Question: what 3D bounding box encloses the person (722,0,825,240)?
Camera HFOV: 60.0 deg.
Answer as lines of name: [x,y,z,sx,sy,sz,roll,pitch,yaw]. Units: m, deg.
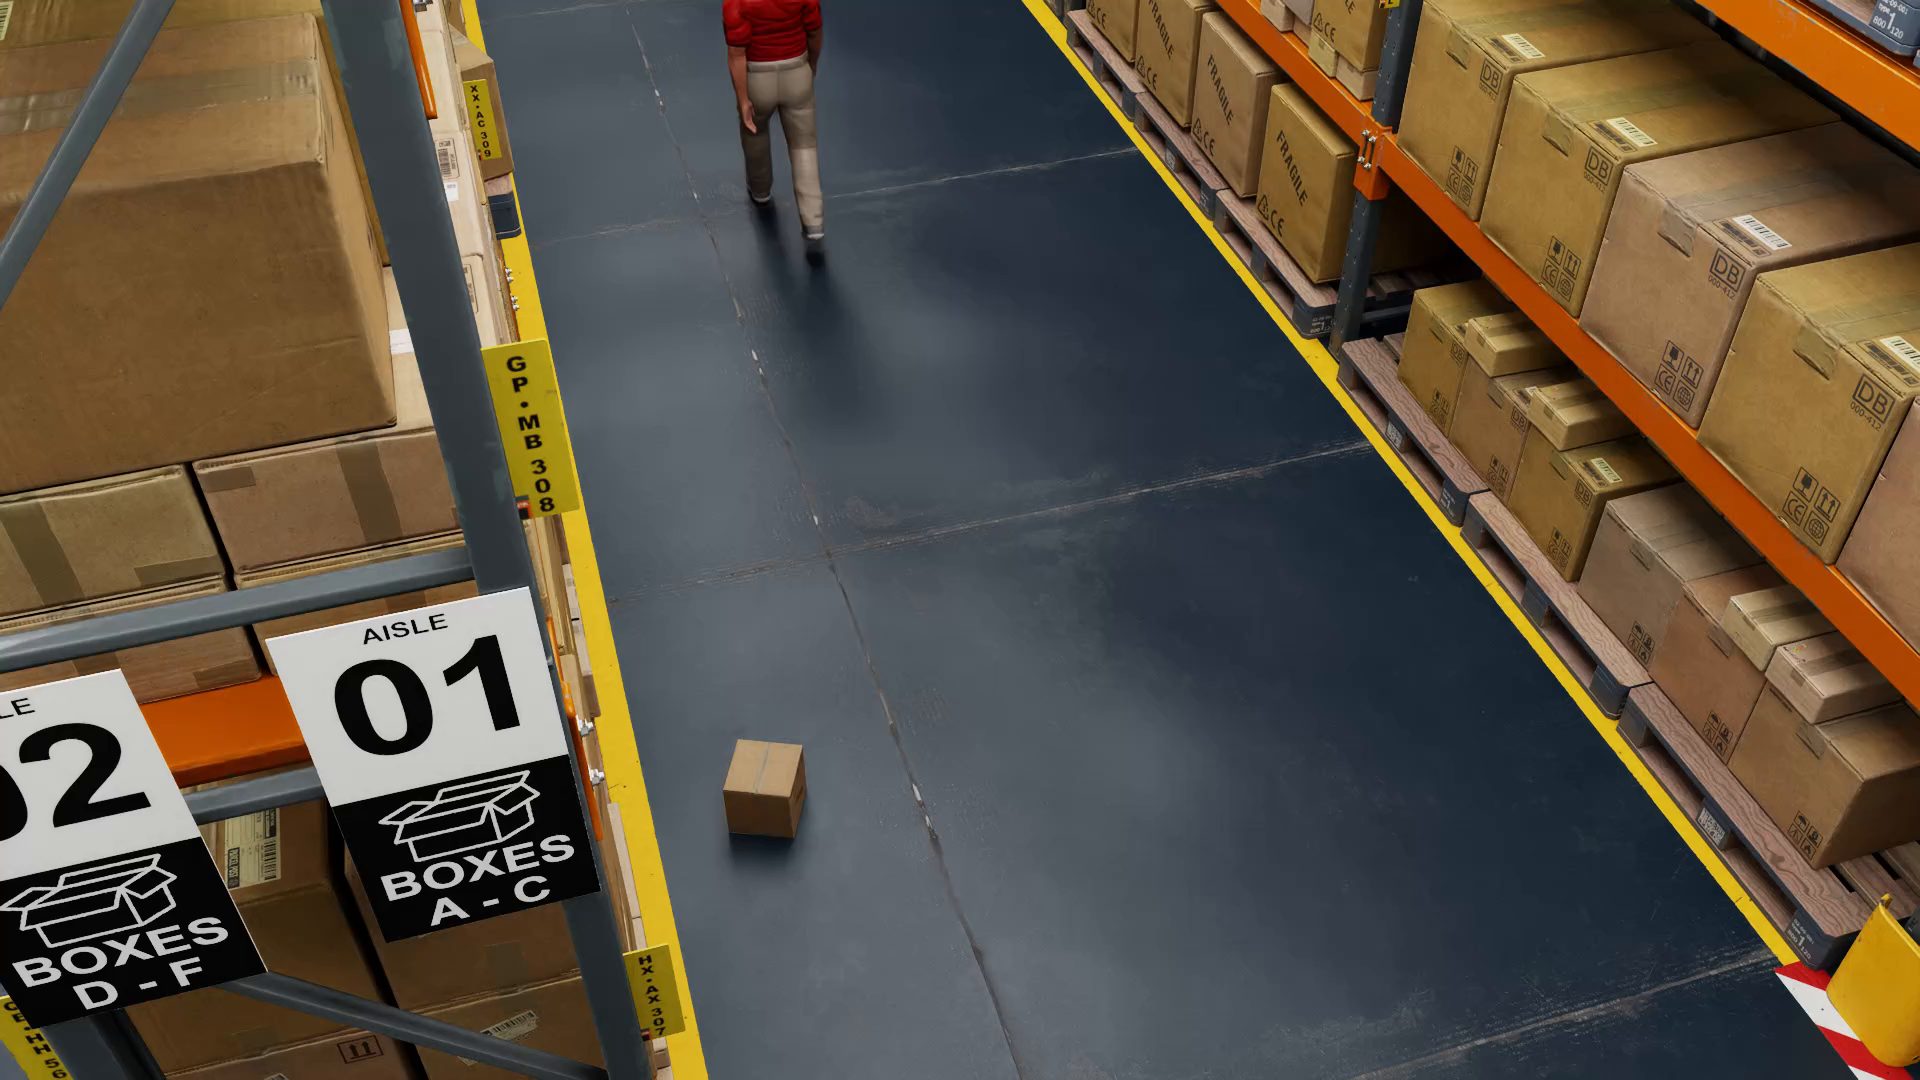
person: [-0.982,-2.467,8.908,0.534,1.667,1.015,-10,43,-11]
